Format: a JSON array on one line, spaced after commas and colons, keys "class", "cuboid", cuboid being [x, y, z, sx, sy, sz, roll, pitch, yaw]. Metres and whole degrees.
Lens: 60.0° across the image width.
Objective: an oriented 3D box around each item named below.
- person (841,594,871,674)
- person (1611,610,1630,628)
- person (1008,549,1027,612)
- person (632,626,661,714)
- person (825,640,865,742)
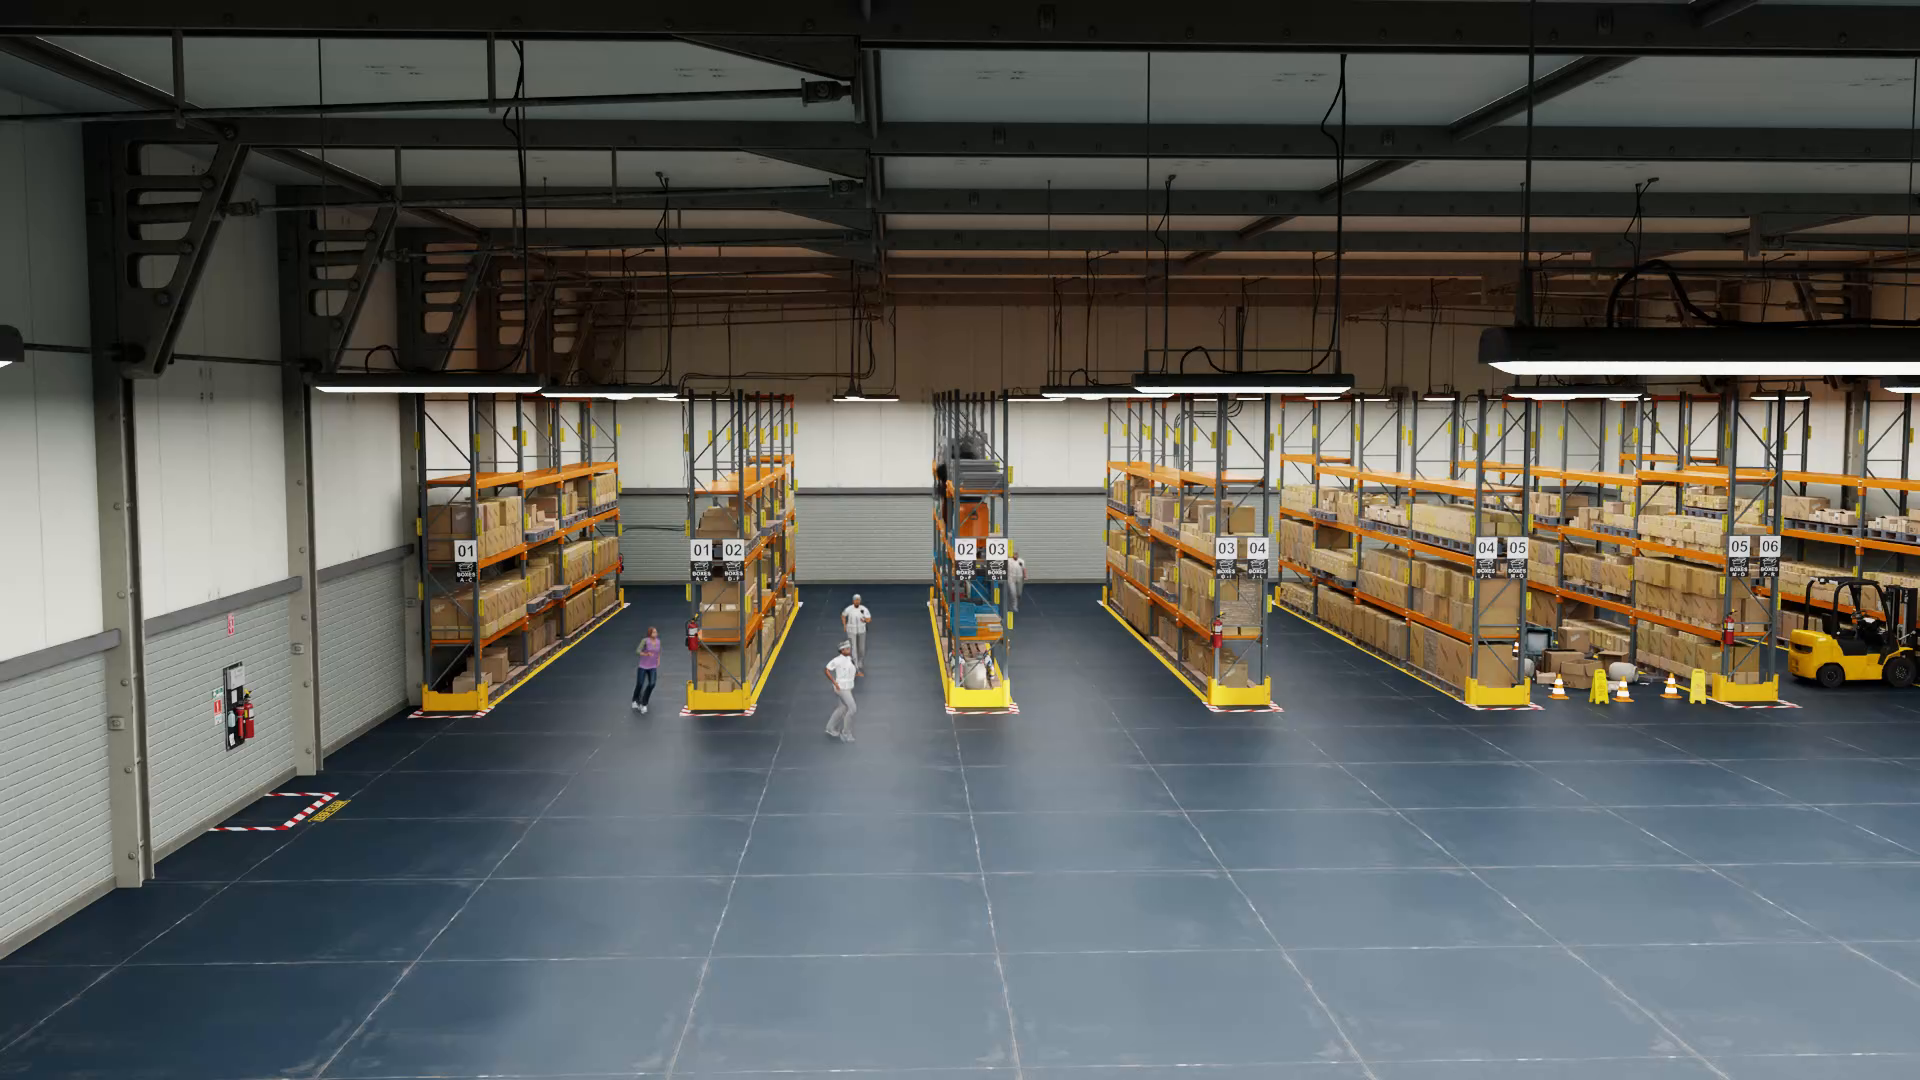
[{"class": "person", "cuboid": [-2.197, 1.988, 35.420, 0.603, 1.650, 0.940, -1, 5, -12]}, {"class": "person", "cuboid": [16.433, 1.482, 41.316, 0.579, 1.642, 1.005, -1, 5, -6]}, {"class": "person", "cuboid": [1.514, 1.102, 46.228, 0.649, 1.740, 0.737, -1, 5, -11]}, {"class": "person", "cuboid": [-5.810, 2.411, 31.060, 0.562, 1.610, 0.675, -2, 5, -27]}, {"class": "person", "cuboid": [-1.981, 2.577, 28.381, 0.746, 1.752, 0.554, 2, 5, 20]}]
